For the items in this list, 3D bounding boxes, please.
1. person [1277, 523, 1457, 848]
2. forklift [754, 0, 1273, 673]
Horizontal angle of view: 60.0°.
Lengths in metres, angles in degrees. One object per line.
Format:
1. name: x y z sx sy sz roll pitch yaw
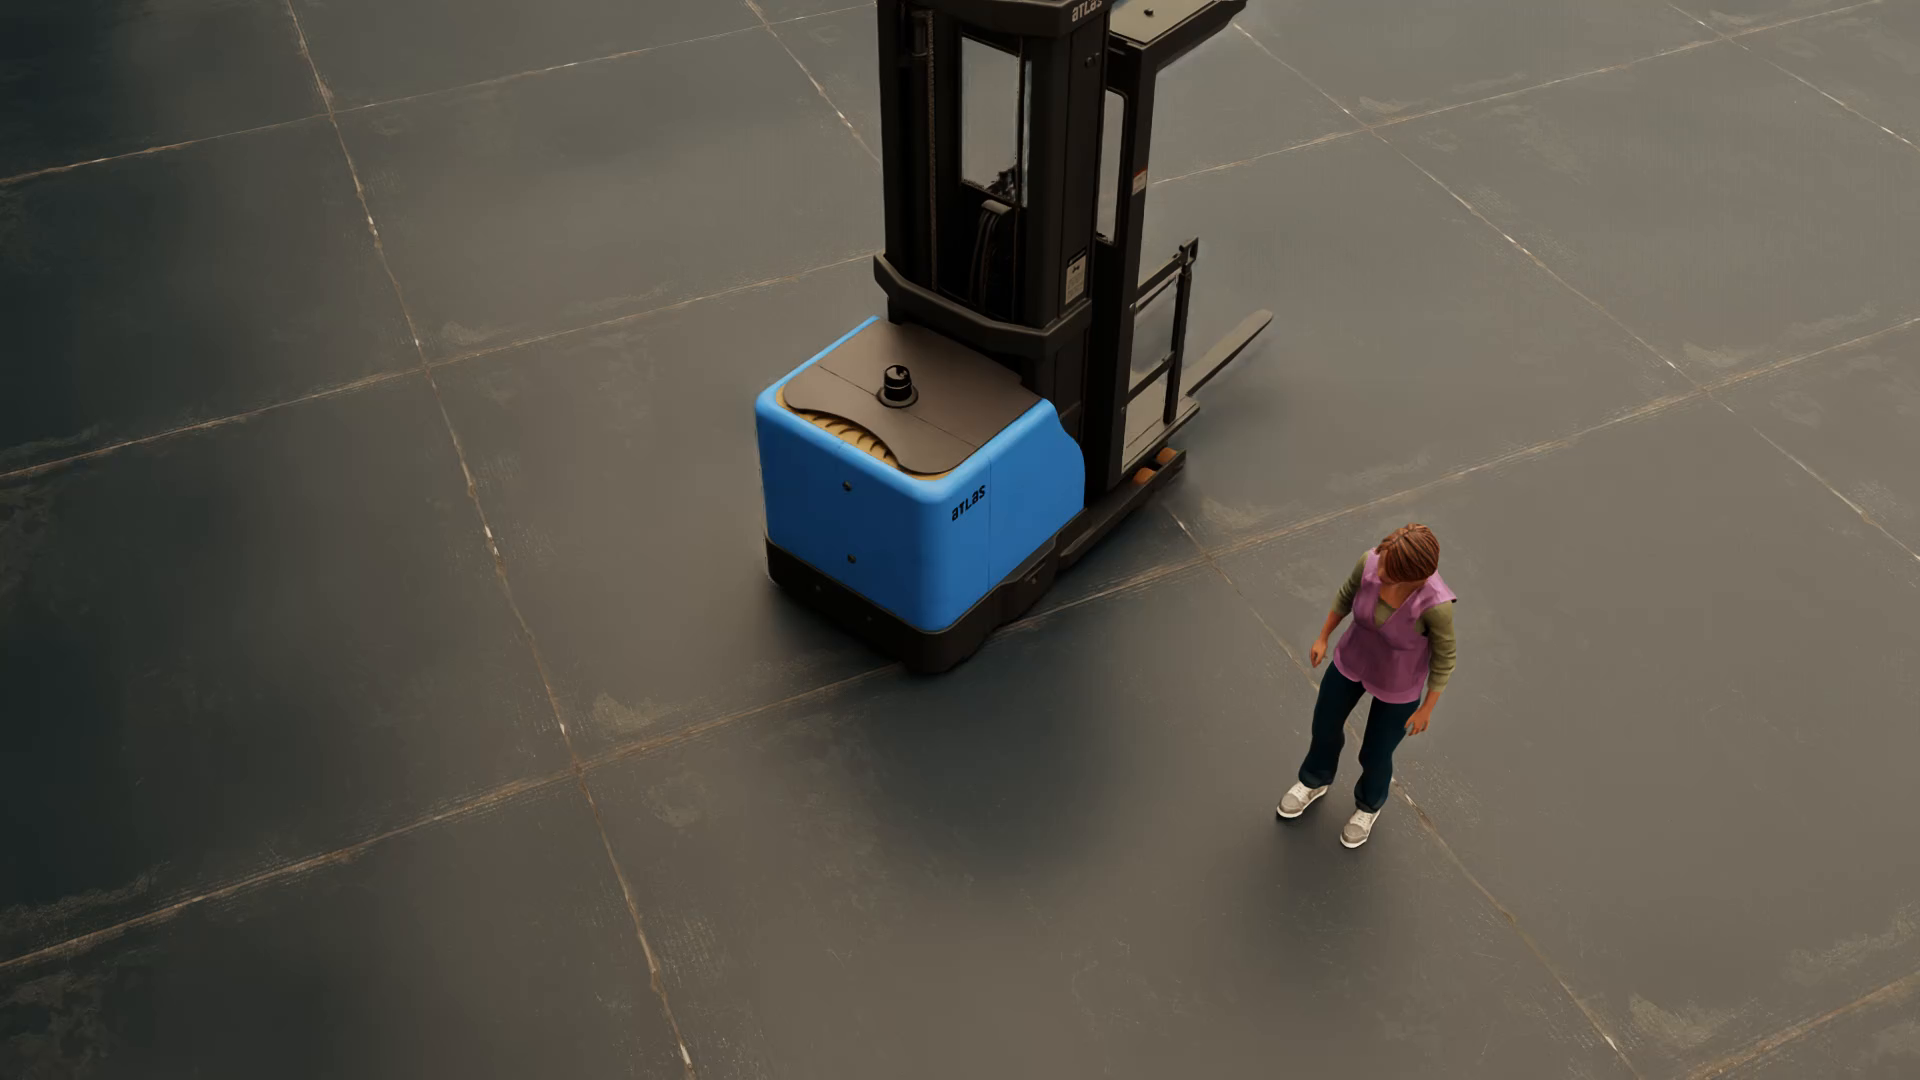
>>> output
1. person: 1.514 0.523 6.118 0.523 1.572 0.371 34 53 31
2. forklift: 0.445 -1.449 7.233 1.130 2.935 3.031 29 50 27
